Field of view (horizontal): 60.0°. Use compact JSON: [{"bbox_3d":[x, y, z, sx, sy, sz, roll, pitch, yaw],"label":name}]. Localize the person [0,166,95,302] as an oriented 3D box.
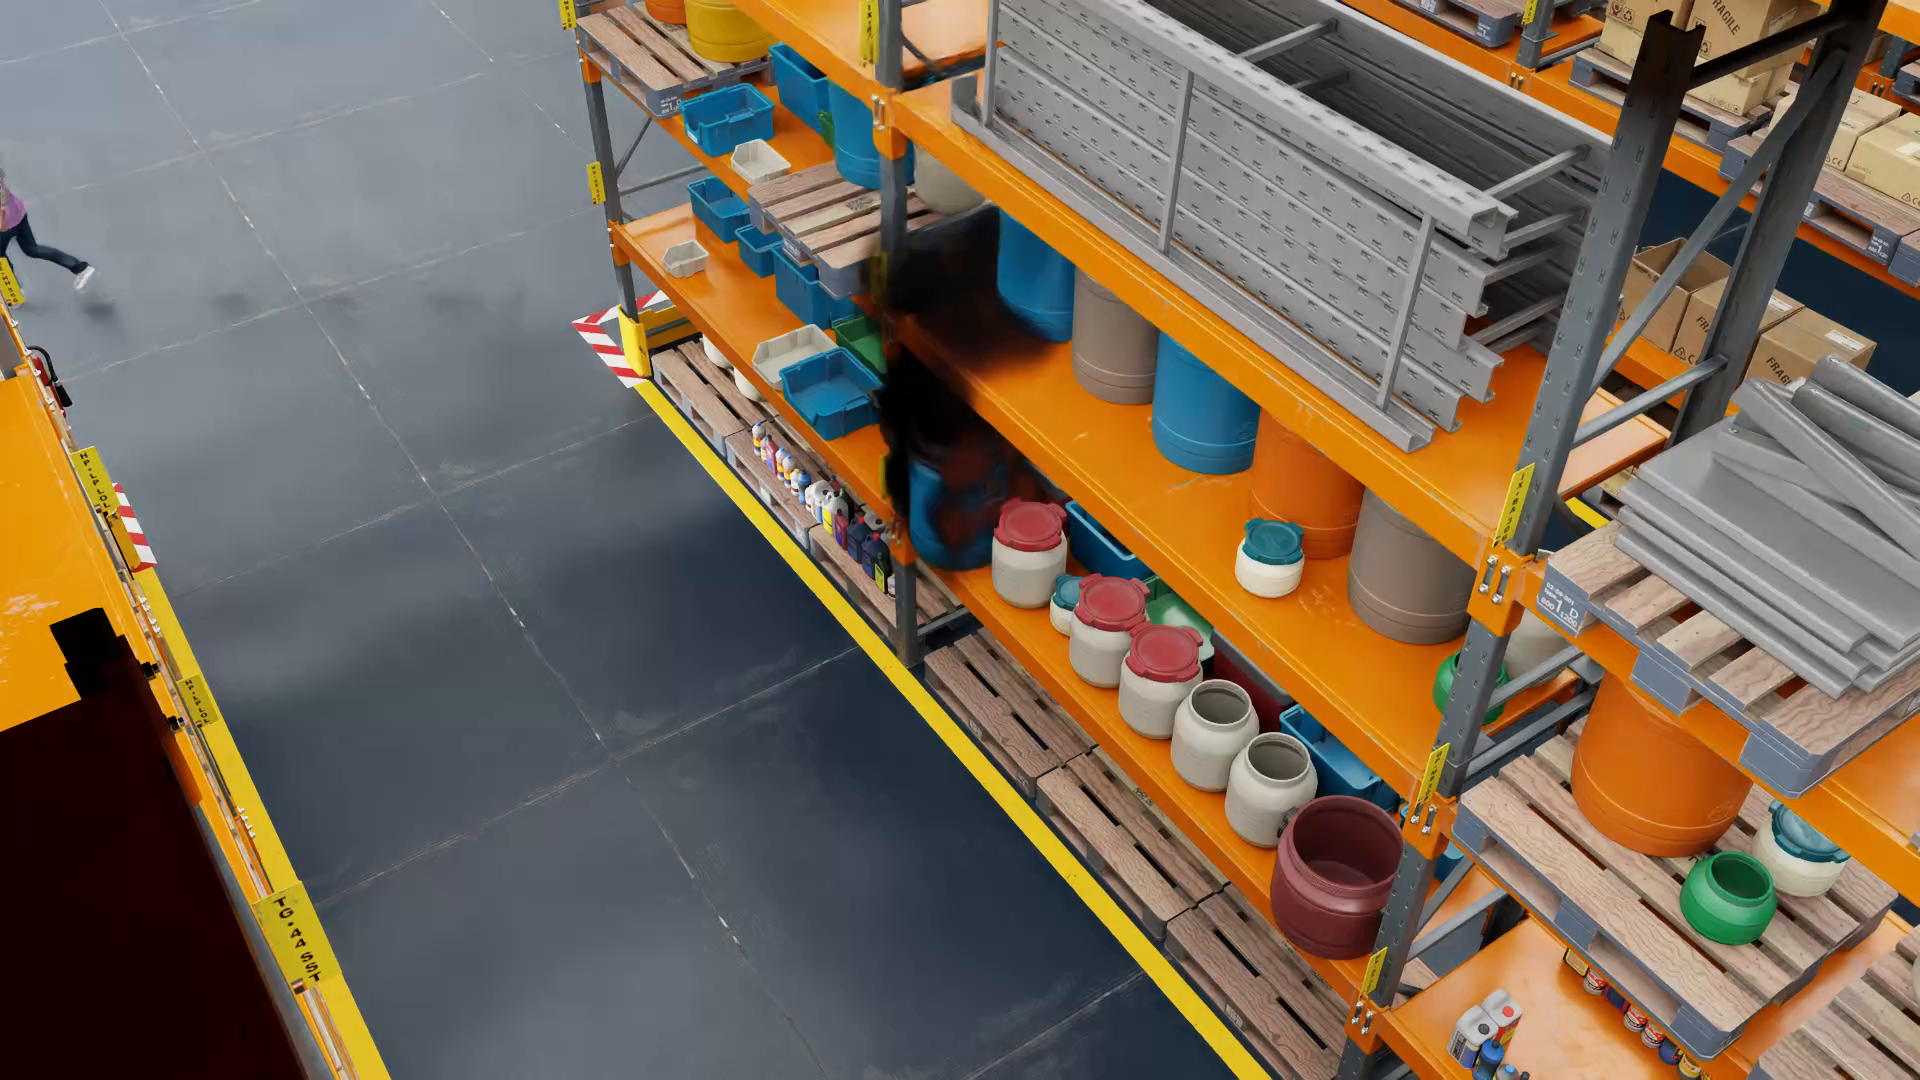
[{"bbox_3d":[-7.636,-2.574,13.382,0.931,1.600,0.563,-5,43,-6],"label":"person"}]
